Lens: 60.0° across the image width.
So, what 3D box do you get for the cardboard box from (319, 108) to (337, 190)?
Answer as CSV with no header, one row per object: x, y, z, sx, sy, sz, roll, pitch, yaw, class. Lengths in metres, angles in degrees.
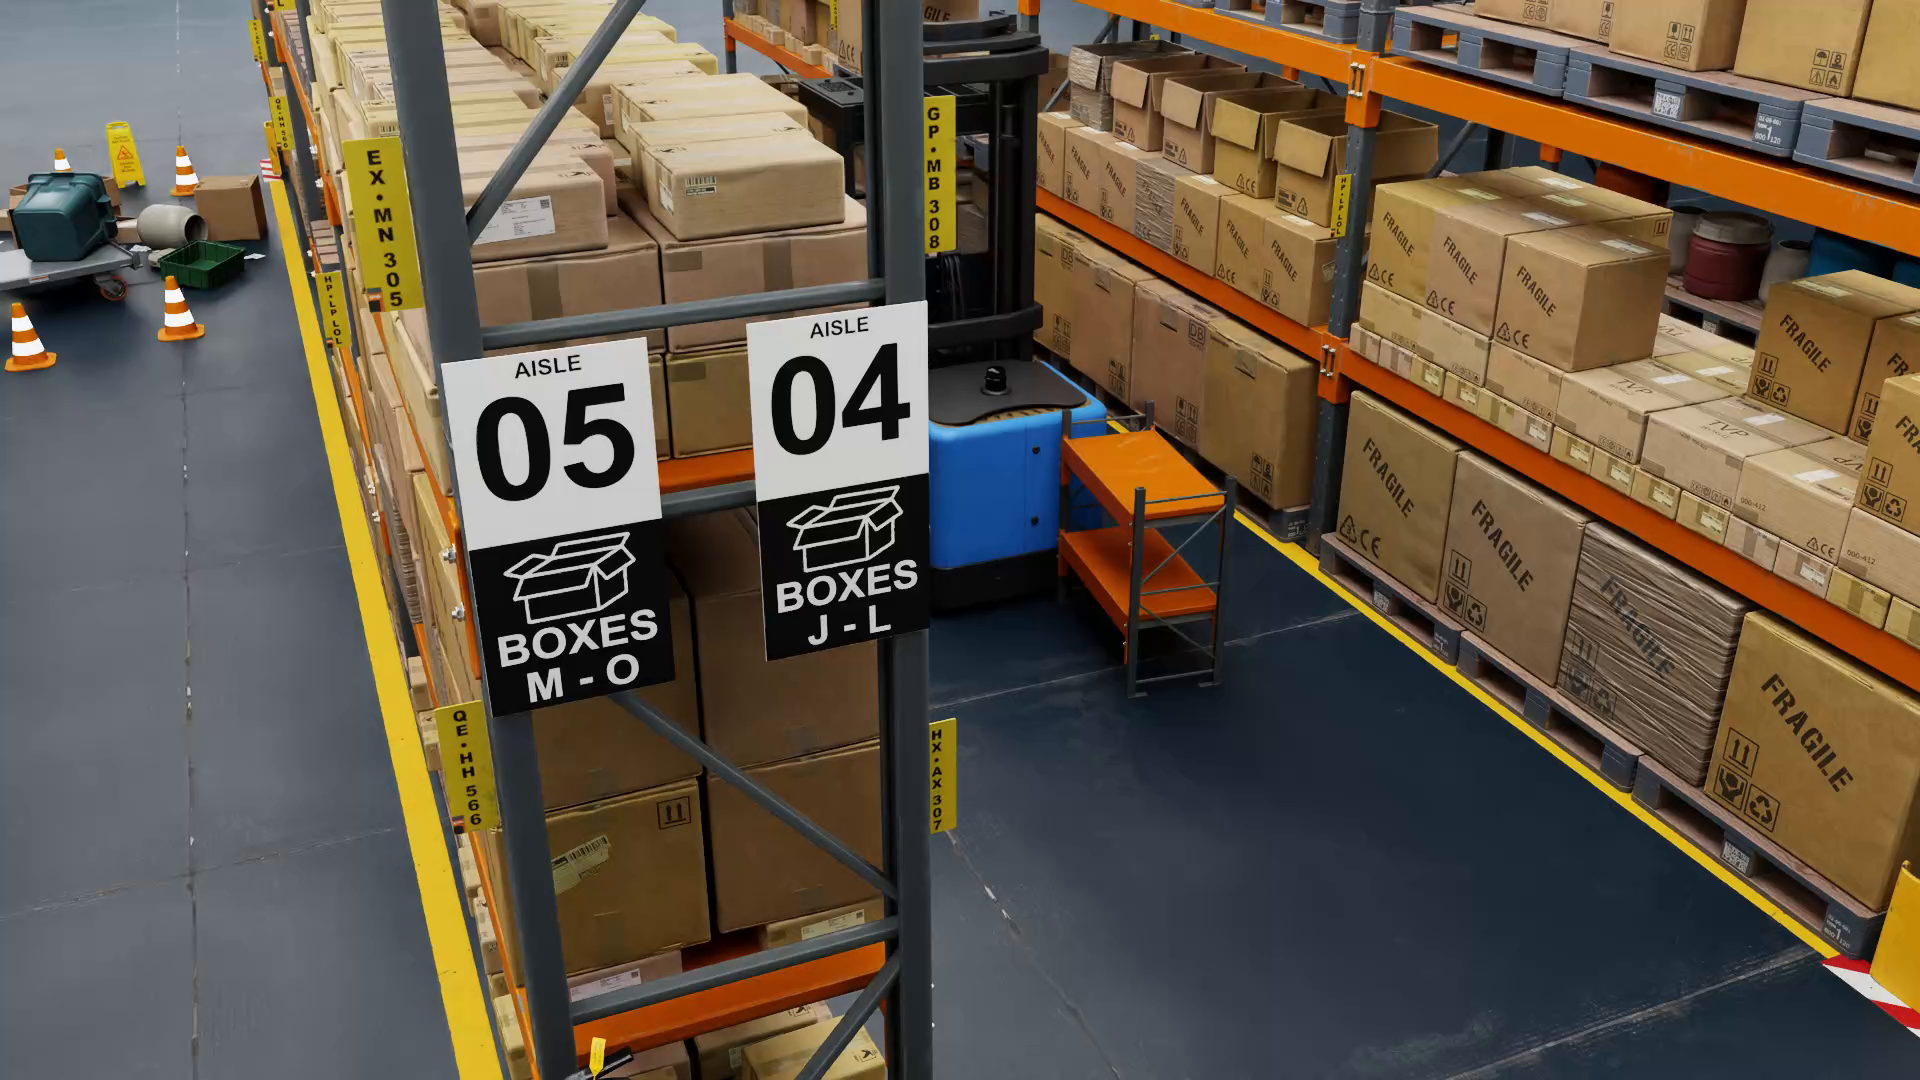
-1.979,-1.388,5.927,0.500,0.250,0.500,-11,28,-21,cardboard box

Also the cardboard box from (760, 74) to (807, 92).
-1.989,-5.007,18.957,0.500,0.500,0.500,-5,27,-11,cardboard box

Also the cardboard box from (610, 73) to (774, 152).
-0.690,-1.107,4.325,0.380,0.149,0.250,-10,28,-20,cardboard box

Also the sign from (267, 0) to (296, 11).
-2.631,-2.201,6.383,0.100,0.325,0.005,-11,28,-21,sign

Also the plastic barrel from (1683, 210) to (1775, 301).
6.122,-2.273,13.256,0.600,0.588,0.708,-11,28,-21,plastic barrel

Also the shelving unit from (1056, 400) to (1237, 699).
0.911,0.024,8.419,0.538,1.125,1.048,-7,27,-14,shelving unit

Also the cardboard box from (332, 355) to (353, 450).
-3.646,-0.892,10.528,0.500,0.500,0.500,-12,28,-23,cardboard box

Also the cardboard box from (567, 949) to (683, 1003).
-0.943,1.104,4.357,0.380,0.149,0.250,-11,28,-21,cardboard box

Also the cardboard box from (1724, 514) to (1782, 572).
3.308,-0.019,6.657,0.380,0.149,0.250,-10,28,-20,cardboard box

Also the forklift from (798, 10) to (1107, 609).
-0.246,-1.571,9.628,1.130,2.935,3.031,-11,28,-21,forklift

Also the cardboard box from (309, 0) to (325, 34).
-2.155,-1.950,6.054,0.380,0.149,0.250,-12,28,-23,cardboard box

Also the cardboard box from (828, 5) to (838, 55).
-0.771,-4.953,16.022,0.875,0.500,0.500,-11,28,-21,cardboard box

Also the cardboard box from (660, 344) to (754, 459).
-0.496,-0.432,3.967,0.500,0.250,0.500,-10,28,-19,cardboard box

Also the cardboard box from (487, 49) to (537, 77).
-1.306,-1.482,5.548,0.500,0.250,0.500,-9,28,-18,cardboard box

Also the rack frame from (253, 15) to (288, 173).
-6.821,-5.385,17.361,1.000,3.000,0.127,-11,28,-21,rack frame

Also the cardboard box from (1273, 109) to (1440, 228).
2.224,-2.104,9.384,0.797,0.503,0.637,-11,28,-22,cardboard box

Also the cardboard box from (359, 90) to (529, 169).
-1.267,-1.002,4.111,0.380,0.149,0.250,-10,28,-20,cardboard box

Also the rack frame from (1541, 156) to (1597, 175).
5.473,-3.818,14.151,1.000,3.000,0.127,-11,28,-21,rack frame

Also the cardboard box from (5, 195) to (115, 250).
-7.945,-2.783,14.722,0.797,0.637,0.503,-11,28,-21,cardboard box

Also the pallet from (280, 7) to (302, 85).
-2.675,-2.490,8.226,1.213,0.211,1.003,-11,28,-21,pallet

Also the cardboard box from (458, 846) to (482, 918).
-1.661,1.239,6.225,0.380,0.149,0.250,-10,28,-20,cardboard box

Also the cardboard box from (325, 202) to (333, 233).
-3.699,-2.016,10.268,0.380,0.149,0.250,-11,28,-21,cardboard box

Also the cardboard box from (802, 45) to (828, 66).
-1.338,-4.801,16.450,0.380,0.149,0.250,-11,28,-21,cardboard box

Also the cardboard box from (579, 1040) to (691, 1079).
-1.041,1.618,5.111,0.380,0.149,0.250,-10,28,-20,cardboard box

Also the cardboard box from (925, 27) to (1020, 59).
0.113,-4.133,14.200,0.797,0.503,0.637,-8,27,-15,cardboard box

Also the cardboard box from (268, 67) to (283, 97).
-5.296,-3.557,13.502,0.500,0.500,0.500,-10,28,-20,cardboard box

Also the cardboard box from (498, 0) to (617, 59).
-1.332,-1.726,5.595,0.380,0.149,0.250,-12,28,-23,cardboard box

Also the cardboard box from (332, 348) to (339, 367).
-3.641,-1.238,10.383,0.500,0.250,0.500,-12,28,-23,cardboard box

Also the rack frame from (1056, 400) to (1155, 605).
0.770,-0.190,8.858,0.500,1.125,0.032,-7,27,-14,rack frame

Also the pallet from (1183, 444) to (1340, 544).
2.110,-0.398,10.324,1.003,0.211,1.213,-11,28,-21,pallet

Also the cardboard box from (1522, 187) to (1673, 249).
3.100,-1.413,8.202,0.500,0.500,0.500,-10,28,-20,cardboard box

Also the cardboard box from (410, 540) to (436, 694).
-1.558,0.143,5.585,0.500,0.500,0.500,-9,27,-18,cardboard box

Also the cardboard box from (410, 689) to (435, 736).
-2.275,0.754,7.558,0.380,0.149,0.250,-12,28,-23,cardboard box

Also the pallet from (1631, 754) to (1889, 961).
3.663,1.206,7.039,1.003,0.211,1.213,-11,28,-21,pallet

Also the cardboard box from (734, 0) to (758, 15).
-2.028,-6.149,18.471,0.875,0.500,0.500,-11,28,-21,cardboard box

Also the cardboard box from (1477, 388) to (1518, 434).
2.703,-0.641,7.931,0.380,0.149,0.250,-11,28,-21,cardboard box

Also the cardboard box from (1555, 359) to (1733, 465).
3.009,-0.574,7.338,0.500,0.250,0.500,-11,28,-21,cardboard box

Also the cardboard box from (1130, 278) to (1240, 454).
1.862,-1.202,10.735,1.225,0.875,0.875,-12,28,-22,cardboard box

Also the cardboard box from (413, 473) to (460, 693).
-1.162,0.100,4.535,0.500,0.500,0.500,-12,28,-22,cardboard box

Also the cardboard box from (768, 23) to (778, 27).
-1.830,-5.424,17.727,0.380,0.149,0.250,-11,28,-21,cardboard box

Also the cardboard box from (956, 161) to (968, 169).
-0.261,-3.209,15.251,0.700,0.500,0.500,-11,28,-21,cardboard box

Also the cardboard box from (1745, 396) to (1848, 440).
3.705,-0.456,7.097,0.500,0.250,0.500,-12,28,-22,cardboard box

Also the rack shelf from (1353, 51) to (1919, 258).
3.265,-1.569,6.947,1.077,0.370,4.000,-11,28,-21,rack shelf

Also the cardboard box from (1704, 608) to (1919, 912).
3.724,0.784,6.668,0.875,0.875,0.875,-11,28,-21,cardboard box

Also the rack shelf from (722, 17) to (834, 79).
-1.435,-5.066,17.527,1.077,0.370,4.000,-11,28,-21,rack shelf

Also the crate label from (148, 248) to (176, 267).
-6.991,-2.479,14.671,0.250,0.136,0.298,13,29,24,crate label

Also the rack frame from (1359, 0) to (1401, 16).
2.482,-4.048,7.785,1.000,3.000,0.127,-11,28,-21,rack frame

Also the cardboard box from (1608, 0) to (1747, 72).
3.124,-2.220,6.752,0.700,0.500,0.500,-9,28,-18,cardboard box

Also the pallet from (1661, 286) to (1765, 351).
6.294,-1.762,13.119,1.003,0.211,1.213,-11,28,-21,pallet

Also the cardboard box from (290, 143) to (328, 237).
-4.112,-2.336,11.002,0.500,0.500,0.500,-11,28,-21,cardboard box

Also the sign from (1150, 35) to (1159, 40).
1.425,-3.584,12.352,0.100,0.325,0.005,-11,28,-21,sign

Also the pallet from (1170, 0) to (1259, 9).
1.657,-3.528,10.354,1.003,0.211,1.213,-9,28,-18,pallet

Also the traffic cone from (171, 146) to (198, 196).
-7.920,-3.787,16.979,0.336,0.463,0.334,-11,28,-21,traffic cone

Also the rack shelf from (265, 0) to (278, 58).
-4.471,-3.988,11.900,1.077,0.370,4.000,-11,28,-21,rack shelf

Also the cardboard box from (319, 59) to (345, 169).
-1.779,-1.403,5.387,0.500,0.250,0.500,-10,28,-20,cardboard box

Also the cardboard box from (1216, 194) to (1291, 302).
1.860,-1.740,9.781,0.500,0.500,0.500,-10,28,-19,cardboard box
